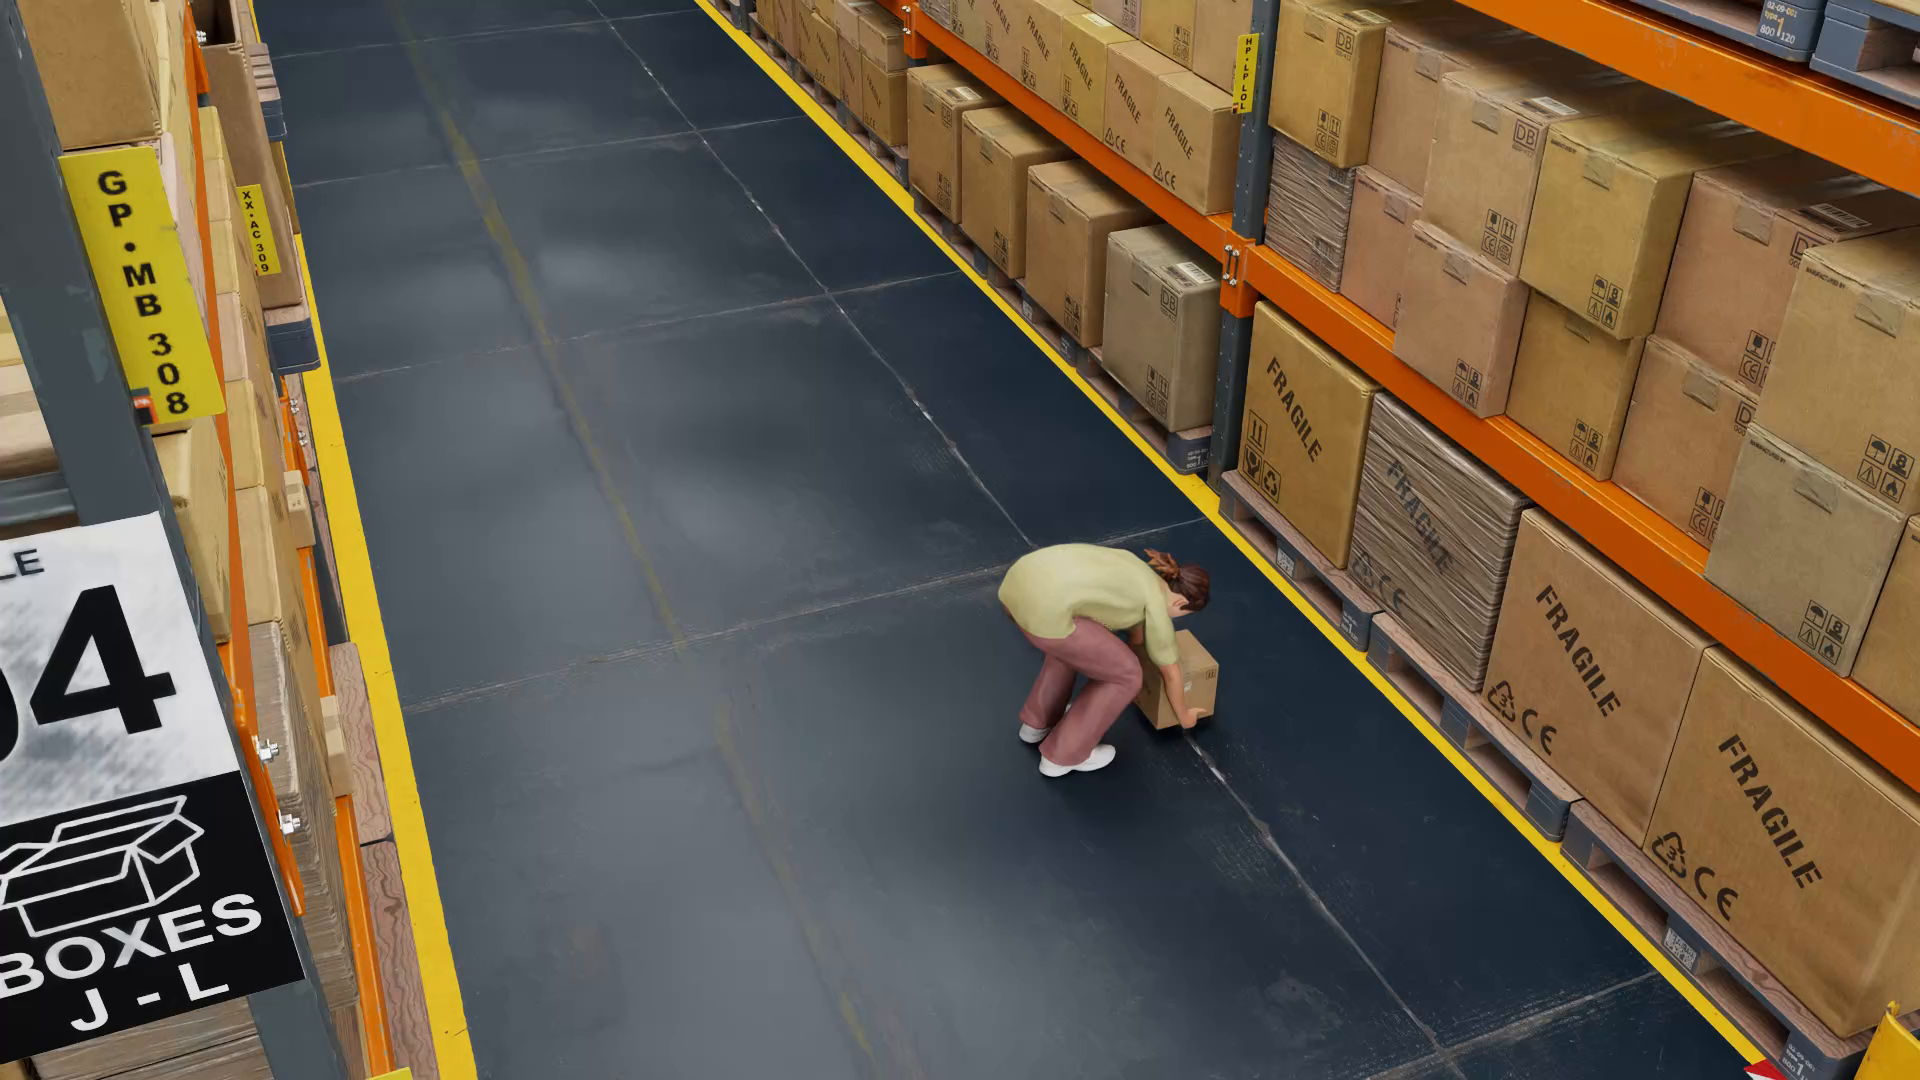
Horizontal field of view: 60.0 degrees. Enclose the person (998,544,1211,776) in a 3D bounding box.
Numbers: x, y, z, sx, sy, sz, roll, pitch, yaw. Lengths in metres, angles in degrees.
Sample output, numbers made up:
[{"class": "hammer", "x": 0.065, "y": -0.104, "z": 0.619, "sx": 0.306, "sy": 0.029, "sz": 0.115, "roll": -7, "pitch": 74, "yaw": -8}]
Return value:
[{"class": "person", "x": 0.553, "y": 0.409, "z": 6.264, "sx": 0.849, "sy": 0.857, "sz": 0.468, "roll": -15, "pitch": 36, "yaw": -21}]
